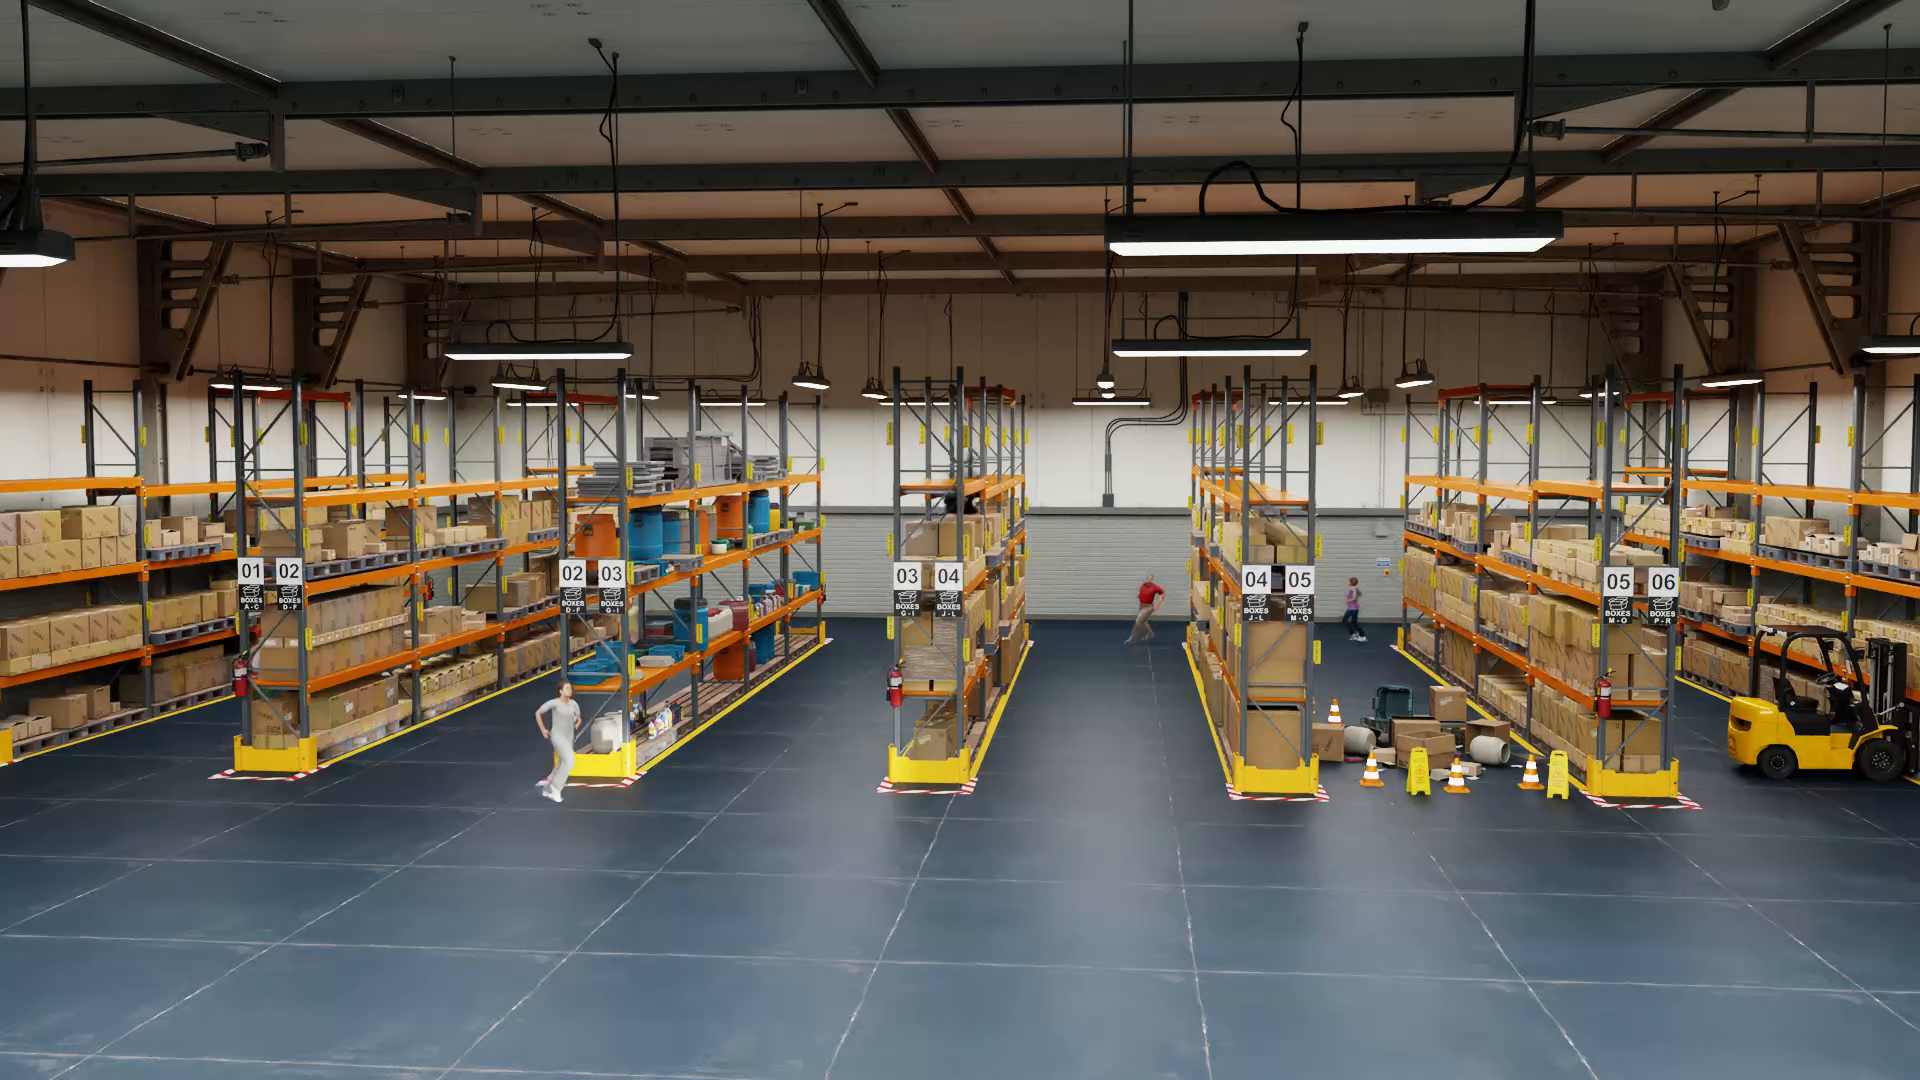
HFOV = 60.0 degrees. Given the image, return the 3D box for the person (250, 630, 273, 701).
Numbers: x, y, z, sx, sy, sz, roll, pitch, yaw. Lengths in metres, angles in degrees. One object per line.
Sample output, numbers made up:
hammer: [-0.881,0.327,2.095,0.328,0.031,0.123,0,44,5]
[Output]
person: [-11.547,2.375,27.547,0.656,1.786,0.987,0,4,-1]

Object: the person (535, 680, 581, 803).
person: [-5.467,2.759,22.902,0.624,1.635,0.568,2,4,30]

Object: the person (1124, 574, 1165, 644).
person: [4.462,1.666,40.256,0.844,1.697,0.669,-2,4,-26]

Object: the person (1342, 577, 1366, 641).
person: [9.597,1.696,40.465,0.588,1.600,0.561,1,4,10]

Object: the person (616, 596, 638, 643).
person: [-6.985,1.988,35.147,0.558,1.708,0.669,0,4,-3]
